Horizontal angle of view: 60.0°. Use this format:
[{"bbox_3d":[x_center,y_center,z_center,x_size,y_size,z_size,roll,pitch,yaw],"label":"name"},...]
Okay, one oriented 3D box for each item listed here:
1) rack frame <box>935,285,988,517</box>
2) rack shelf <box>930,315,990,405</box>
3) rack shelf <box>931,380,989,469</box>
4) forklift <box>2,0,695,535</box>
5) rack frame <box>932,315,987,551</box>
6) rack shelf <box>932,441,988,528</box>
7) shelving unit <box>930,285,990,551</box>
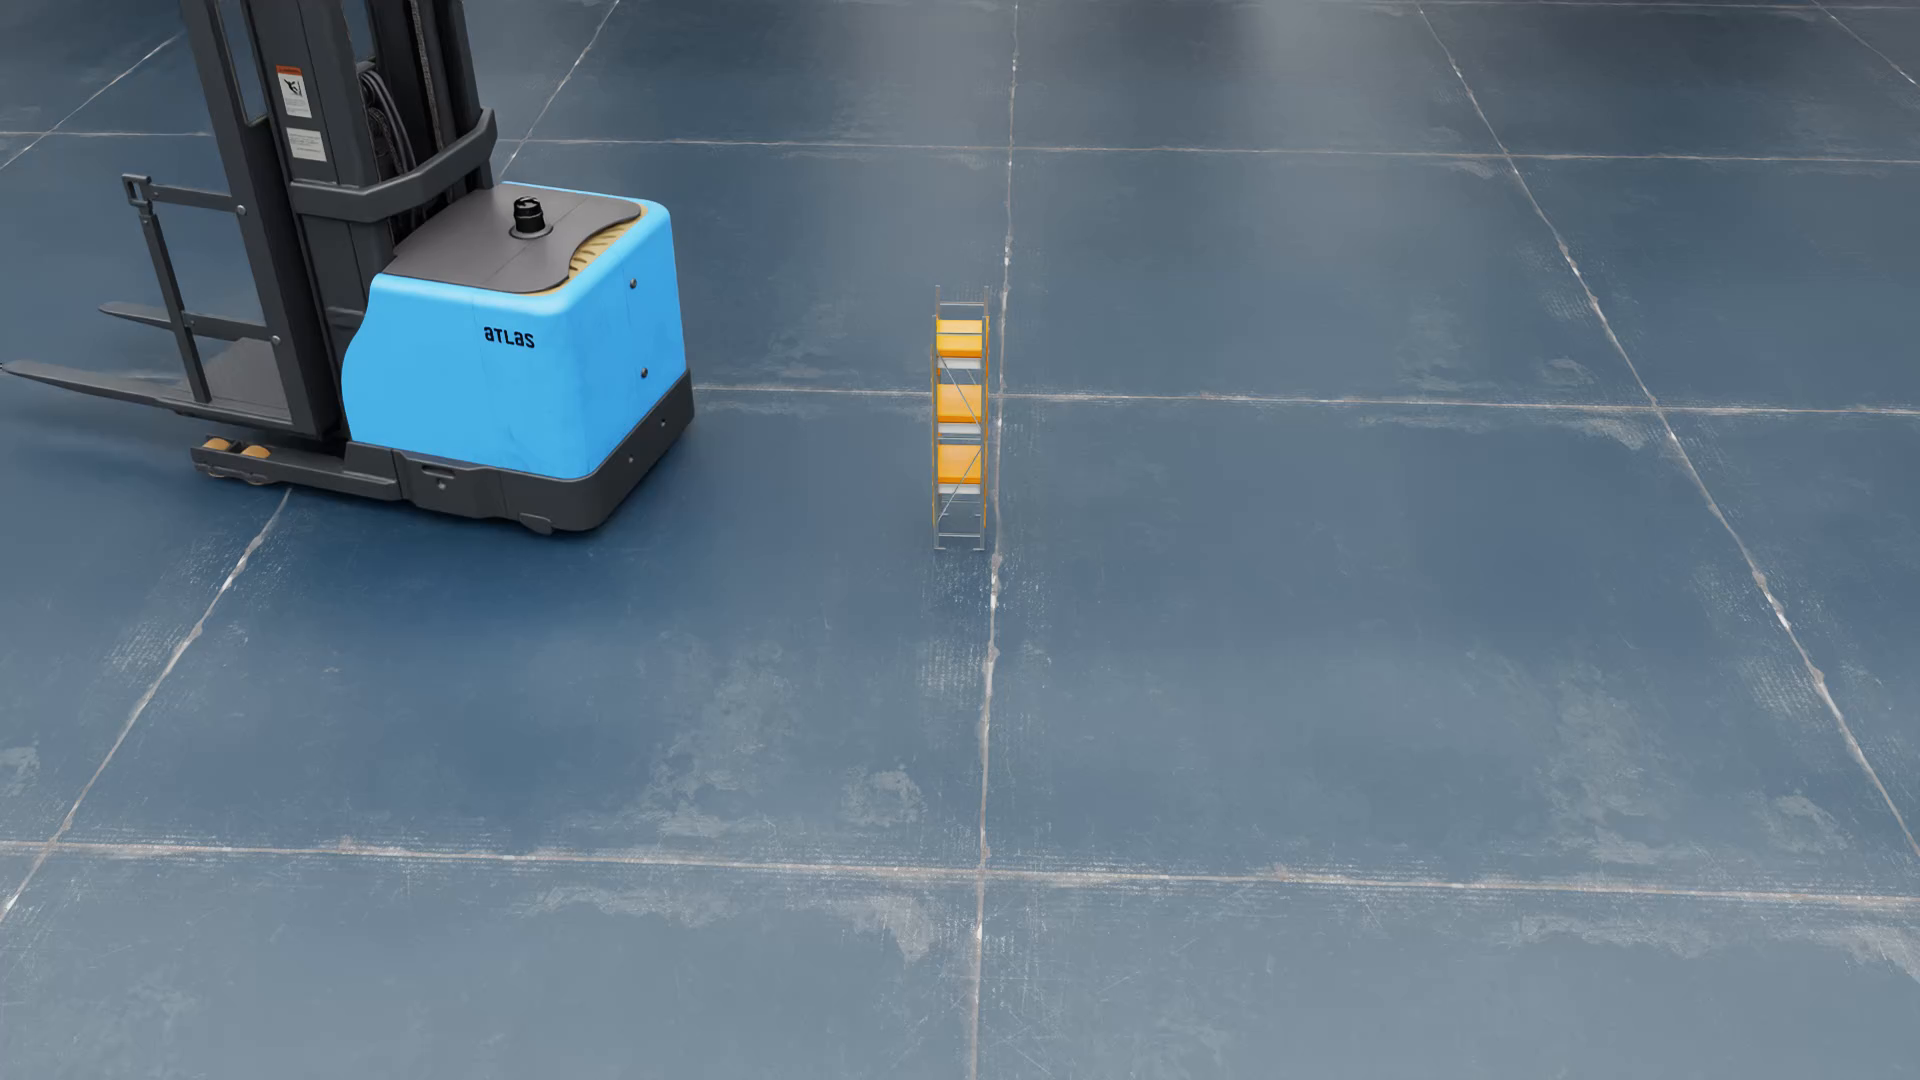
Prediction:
[{"bbox_3d":[0.007,-0.530,6.592,0.200,1.050,0.008,1,35,2],"label":"rack frame"},{"bbox_3d":[0.002,-0.684,6.335,0.215,0.259,0.240,1,35,2],"label":"rack shelf"},{"bbox_3d":[0.002,-0.452,6.498,0.215,0.259,0.240,1,35,2],"label":"rack shelf"},{"bbox_3d":[-2.758,-1.709,6.633,3.031,2.935,1.130,10,36,14],"label":"forklift"},{"bbox_3d":[-0.003,-0.390,6.392,0.200,1.050,0.008,1,35,2],"label":"rack frame"},{"bbox_3d":[0.002,-0.224,6.658,0.215,0.259,0.240,1,35,2],"label":"rack shelf"},{"bbox_3d":[0.002,-0.460,6.492,0.215,1.050,0.252,1,35,2],"label":"shelving unit"}]
